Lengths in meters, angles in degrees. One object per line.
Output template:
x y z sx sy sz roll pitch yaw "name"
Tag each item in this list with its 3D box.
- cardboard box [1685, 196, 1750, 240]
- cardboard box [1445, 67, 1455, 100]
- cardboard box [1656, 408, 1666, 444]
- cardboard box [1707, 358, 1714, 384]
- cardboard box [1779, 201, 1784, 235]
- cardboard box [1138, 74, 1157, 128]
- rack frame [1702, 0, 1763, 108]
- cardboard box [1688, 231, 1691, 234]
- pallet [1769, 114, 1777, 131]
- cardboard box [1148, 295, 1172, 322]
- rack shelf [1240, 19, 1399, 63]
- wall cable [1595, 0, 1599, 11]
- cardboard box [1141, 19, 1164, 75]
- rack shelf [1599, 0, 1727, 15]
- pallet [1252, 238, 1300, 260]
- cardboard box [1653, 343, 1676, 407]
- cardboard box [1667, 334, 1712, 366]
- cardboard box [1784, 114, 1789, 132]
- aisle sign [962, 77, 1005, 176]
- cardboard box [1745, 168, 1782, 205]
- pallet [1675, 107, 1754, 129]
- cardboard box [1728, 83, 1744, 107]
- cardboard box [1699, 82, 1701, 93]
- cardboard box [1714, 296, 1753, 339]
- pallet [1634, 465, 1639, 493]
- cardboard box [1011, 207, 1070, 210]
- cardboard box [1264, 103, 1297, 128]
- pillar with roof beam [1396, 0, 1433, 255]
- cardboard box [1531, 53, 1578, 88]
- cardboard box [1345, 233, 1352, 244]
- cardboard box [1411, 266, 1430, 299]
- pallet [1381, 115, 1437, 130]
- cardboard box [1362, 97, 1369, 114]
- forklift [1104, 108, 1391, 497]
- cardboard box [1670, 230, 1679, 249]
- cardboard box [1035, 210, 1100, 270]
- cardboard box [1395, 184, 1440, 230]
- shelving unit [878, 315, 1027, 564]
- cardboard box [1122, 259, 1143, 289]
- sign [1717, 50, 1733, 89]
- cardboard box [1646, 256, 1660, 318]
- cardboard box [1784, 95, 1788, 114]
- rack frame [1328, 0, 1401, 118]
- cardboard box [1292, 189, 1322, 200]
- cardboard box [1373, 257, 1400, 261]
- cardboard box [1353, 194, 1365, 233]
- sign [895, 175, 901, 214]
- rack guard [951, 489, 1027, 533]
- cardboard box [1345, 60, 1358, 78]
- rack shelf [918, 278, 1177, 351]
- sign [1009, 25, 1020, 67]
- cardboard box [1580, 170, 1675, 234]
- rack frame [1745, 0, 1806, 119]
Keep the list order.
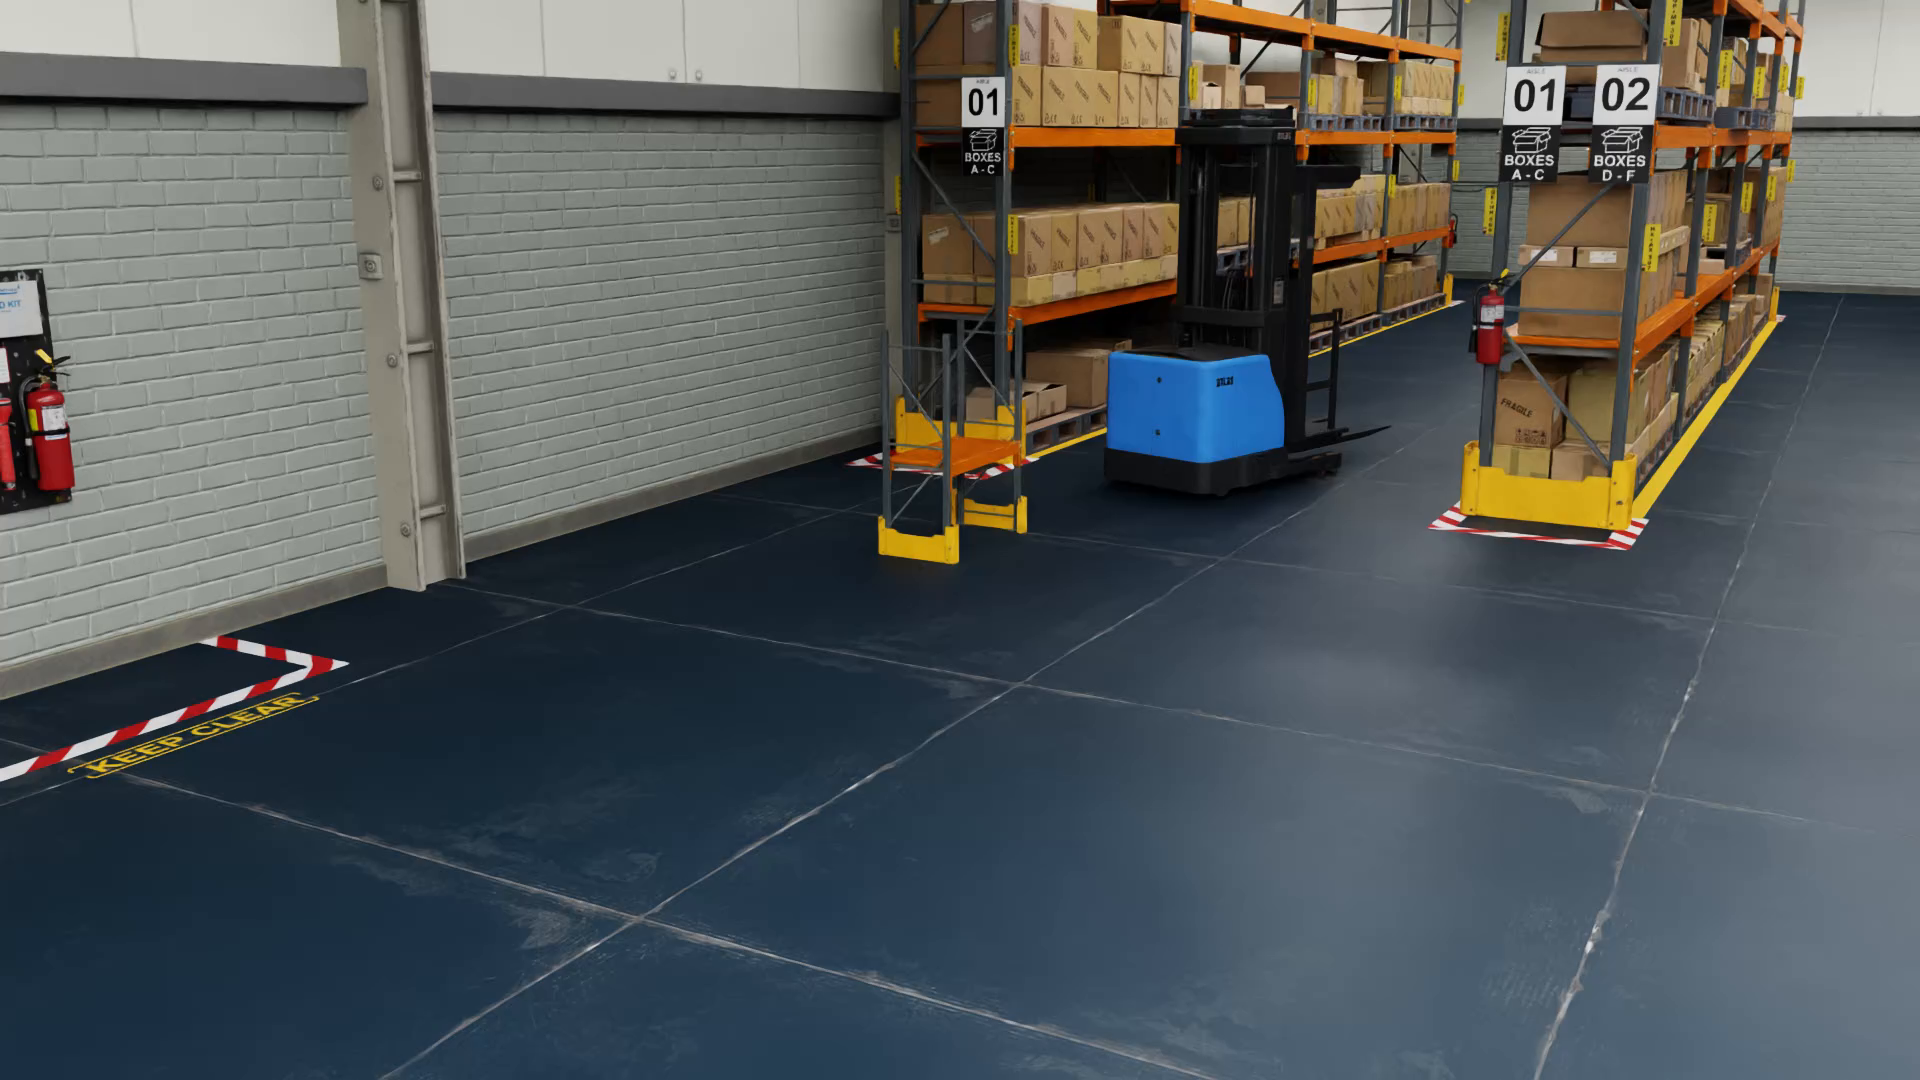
9.301 -3.972 20.501 0.700 0.500 0.500 3 14 14 "cardboard box"
7.582 -7.292 26.589 0.500 0.500 0.500 7 15 28 "cardboard box"
5.722 -0.990 14.209 0.500 0.250 0.500 7 15 28 "cardboard box"
7.635 -1.791 17.534 0.500 0.250 0.500 8 16 29 "cardboard box"
12.057 -4.836 24.978 0.500 0.500 0.500 8 16 30 "cardboard box"
1.612 -4.291 16.275 0.500 0.500 0.500 6 15 23 "cardboard box"
8.168 -6.185 17.987 1.000 3.000 0.127 7 15 28 "rack frame"
7.116 -2.863 16.795 0.500 0.500 0.500 7 15 28 "cardboard box"
9.725 -5.330 21.243 1.213 0.211 1.003 7 15 28 "pallet"
2.447 -2.615 18.775 0.500 0.250 0.500 7 15 27 "cardboard box"
4.796 -6.611 22.145 1.077 0.370 4.000 7 15 28 "rack shelf"
13.112 -10.146 30.266 3.097 2.526 0.112 7 15 28 "wall cable"
1.634 -4.763 16.101 0.500 0.500 0.500 8 16 31 "cardboard box"
5.267 -4.410 13.012 1.077 0.370 4.000 7 15 28 "rack shelf"
3.578 -3.577 20.381 1.213 0.211 1.003 7 15 28 "pallet"
5.949 -1.459 14.554 0.500 0.500 0.500 7 15 28 "cardboard box"
7.394 -1.960 17.037 0.500 0.311 0.500 8 16 30 "cardboard box"
11.536 -5.954 23.751 0.500 0.250 0.500 7 15 28 "cardboard box"
0.190 -3.403 13.700 0.394 0.787 0.004 7 15 28 "aisle sign"
11.322 -5.006 23.551 0.500 0.500 0.500 8 16 30 "cardboard box"
7.380 -4.256 16.788 1.003 0.211 1.213 8 16 31 "pallet"
8.349 -4.869 18.714 0.910 0.500 0.500 7 15 28 "cardboard box"
6.803 -4.276 15.892 0.500 0.250 0.500 6 15 23 "cardboard box"
9.867 -2.854 21.364 0.500 0.500 0.500 7 15 28 "cardboard box"
4.633 -0.433 12.880 1.003 0.211 1.213 7 15 28 "pallet"
0.745 -2.922 15.930 0.500 0.500 0.500 8 16 29 "cardboard box"
3.718 -5.075 19.932 0.500 0.311 0.500 7 15 28 "cardboard box"
12.013 -8.551 27.801 9.100 9.000 0.400 7 15 28 "pillar with roof beam"
4.626 -3.551 12.587 0.500 0.250 0.500 7 15 28 "cardboard box"
5.195 -4.180 22.965 0.380 0.149 0.250 7 15 26 "cardboard box"
7.204 -4.202 26.999 0.700 0.500 0.500 7 15 28 "cardboard box"
6.759 -6.481 25.804 1.003 0.211 1.213 7 15 28 "pallet"
5.889 -6.455 24.717 0.500 0.250 0.500 8 15 29 "cardboard box"
2.545 -2.032 13.707 1.130 2.935 3.031 13 19 43 "forklift"
5.918 -2.573 14.209 0.380 0.149 0.250 7 15 28 "cardboard box"
0.959 -2.758 15.252 0.500 0.500 0.500 7 15 26 "cardboard box"
7.117 -5.360 26.725 0.980 0.700 0.700 7 15 28 "cardboard box"
-0.037 -0.713 11.293 0.587 1.500 1.083 7 15 28 "shelving unit"
1.454 -2.607 16.226 0.500 0.250 0.500 7 15 28 "cardboard box"
6.721 -4.133 14.605 0.100 0.325 0.005 7 15 28 "sign"
5.283 -2.088 13.581 0.700 0.500 0.500 8 16 30 "cardboard box"
11.287 -6.096 23.271 0.500 0.250 0.500 7 15 28 "cardboard box"
5.763 -7.566 23.716 1.000 3.000 0.127 7 15 28 "rack frame"
4.289 -4.466 21.168 0.500 0.250 0.500 8 16 29 "cardboard box"
6.843 -4.460 26.688 0.380 0.149 0.250 8 16 29 "cardboard box"
5.272 -4.521 22.997 0.500 0.500 0.500 7 15 28 "cardboard box"
-0.514 -2.971 14.312 0.100 0.325 0.005 7 15 28 "sign"
0.204 -0.208 11.863 0.587 0.250 0.087 7 15 28 "rack guard"
5.223 -6.569 23.229 0.500 0.250 0.500 9 16 32 "cardboard box"
0.929 -2.248 15.994 1.077 0.370 4.000 7 15 28 "rack shelf"
0.437 -4.009 13.498 0.100 0.325 0.005 7 15 28 "sign"
5.539 -2.829 13.886 0.700 0.500 0.500 7 15 28 "cardboard box"
12.035 -7.826 24.795 1.000 3.000 0.127 7 15 28 "rack frame"
